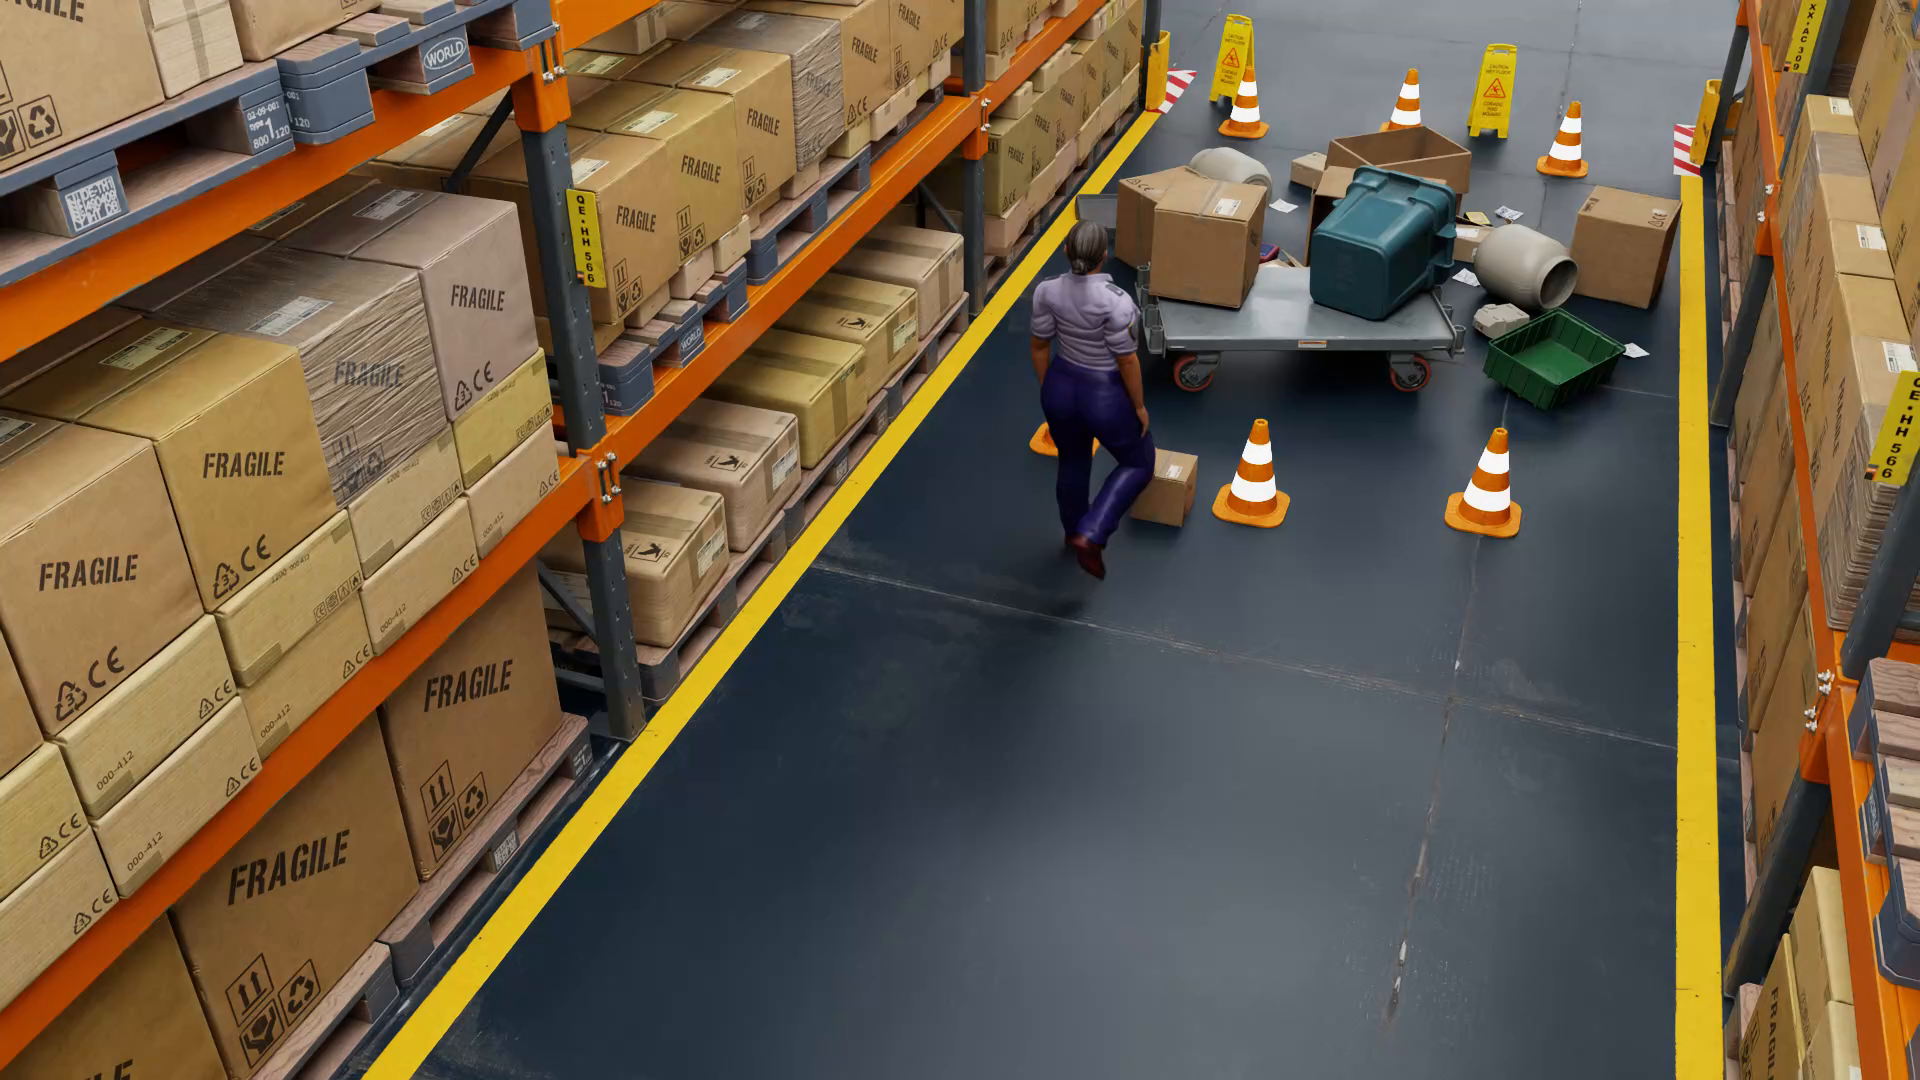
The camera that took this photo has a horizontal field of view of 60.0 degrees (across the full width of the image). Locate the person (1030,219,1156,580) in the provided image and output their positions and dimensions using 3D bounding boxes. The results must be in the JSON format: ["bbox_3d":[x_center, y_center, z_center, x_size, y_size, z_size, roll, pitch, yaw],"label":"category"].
[{"bbox_3d":[0.564,-0.609,7.034,0.520,1.635,0.639,20,38,27],"label":"person"}]
